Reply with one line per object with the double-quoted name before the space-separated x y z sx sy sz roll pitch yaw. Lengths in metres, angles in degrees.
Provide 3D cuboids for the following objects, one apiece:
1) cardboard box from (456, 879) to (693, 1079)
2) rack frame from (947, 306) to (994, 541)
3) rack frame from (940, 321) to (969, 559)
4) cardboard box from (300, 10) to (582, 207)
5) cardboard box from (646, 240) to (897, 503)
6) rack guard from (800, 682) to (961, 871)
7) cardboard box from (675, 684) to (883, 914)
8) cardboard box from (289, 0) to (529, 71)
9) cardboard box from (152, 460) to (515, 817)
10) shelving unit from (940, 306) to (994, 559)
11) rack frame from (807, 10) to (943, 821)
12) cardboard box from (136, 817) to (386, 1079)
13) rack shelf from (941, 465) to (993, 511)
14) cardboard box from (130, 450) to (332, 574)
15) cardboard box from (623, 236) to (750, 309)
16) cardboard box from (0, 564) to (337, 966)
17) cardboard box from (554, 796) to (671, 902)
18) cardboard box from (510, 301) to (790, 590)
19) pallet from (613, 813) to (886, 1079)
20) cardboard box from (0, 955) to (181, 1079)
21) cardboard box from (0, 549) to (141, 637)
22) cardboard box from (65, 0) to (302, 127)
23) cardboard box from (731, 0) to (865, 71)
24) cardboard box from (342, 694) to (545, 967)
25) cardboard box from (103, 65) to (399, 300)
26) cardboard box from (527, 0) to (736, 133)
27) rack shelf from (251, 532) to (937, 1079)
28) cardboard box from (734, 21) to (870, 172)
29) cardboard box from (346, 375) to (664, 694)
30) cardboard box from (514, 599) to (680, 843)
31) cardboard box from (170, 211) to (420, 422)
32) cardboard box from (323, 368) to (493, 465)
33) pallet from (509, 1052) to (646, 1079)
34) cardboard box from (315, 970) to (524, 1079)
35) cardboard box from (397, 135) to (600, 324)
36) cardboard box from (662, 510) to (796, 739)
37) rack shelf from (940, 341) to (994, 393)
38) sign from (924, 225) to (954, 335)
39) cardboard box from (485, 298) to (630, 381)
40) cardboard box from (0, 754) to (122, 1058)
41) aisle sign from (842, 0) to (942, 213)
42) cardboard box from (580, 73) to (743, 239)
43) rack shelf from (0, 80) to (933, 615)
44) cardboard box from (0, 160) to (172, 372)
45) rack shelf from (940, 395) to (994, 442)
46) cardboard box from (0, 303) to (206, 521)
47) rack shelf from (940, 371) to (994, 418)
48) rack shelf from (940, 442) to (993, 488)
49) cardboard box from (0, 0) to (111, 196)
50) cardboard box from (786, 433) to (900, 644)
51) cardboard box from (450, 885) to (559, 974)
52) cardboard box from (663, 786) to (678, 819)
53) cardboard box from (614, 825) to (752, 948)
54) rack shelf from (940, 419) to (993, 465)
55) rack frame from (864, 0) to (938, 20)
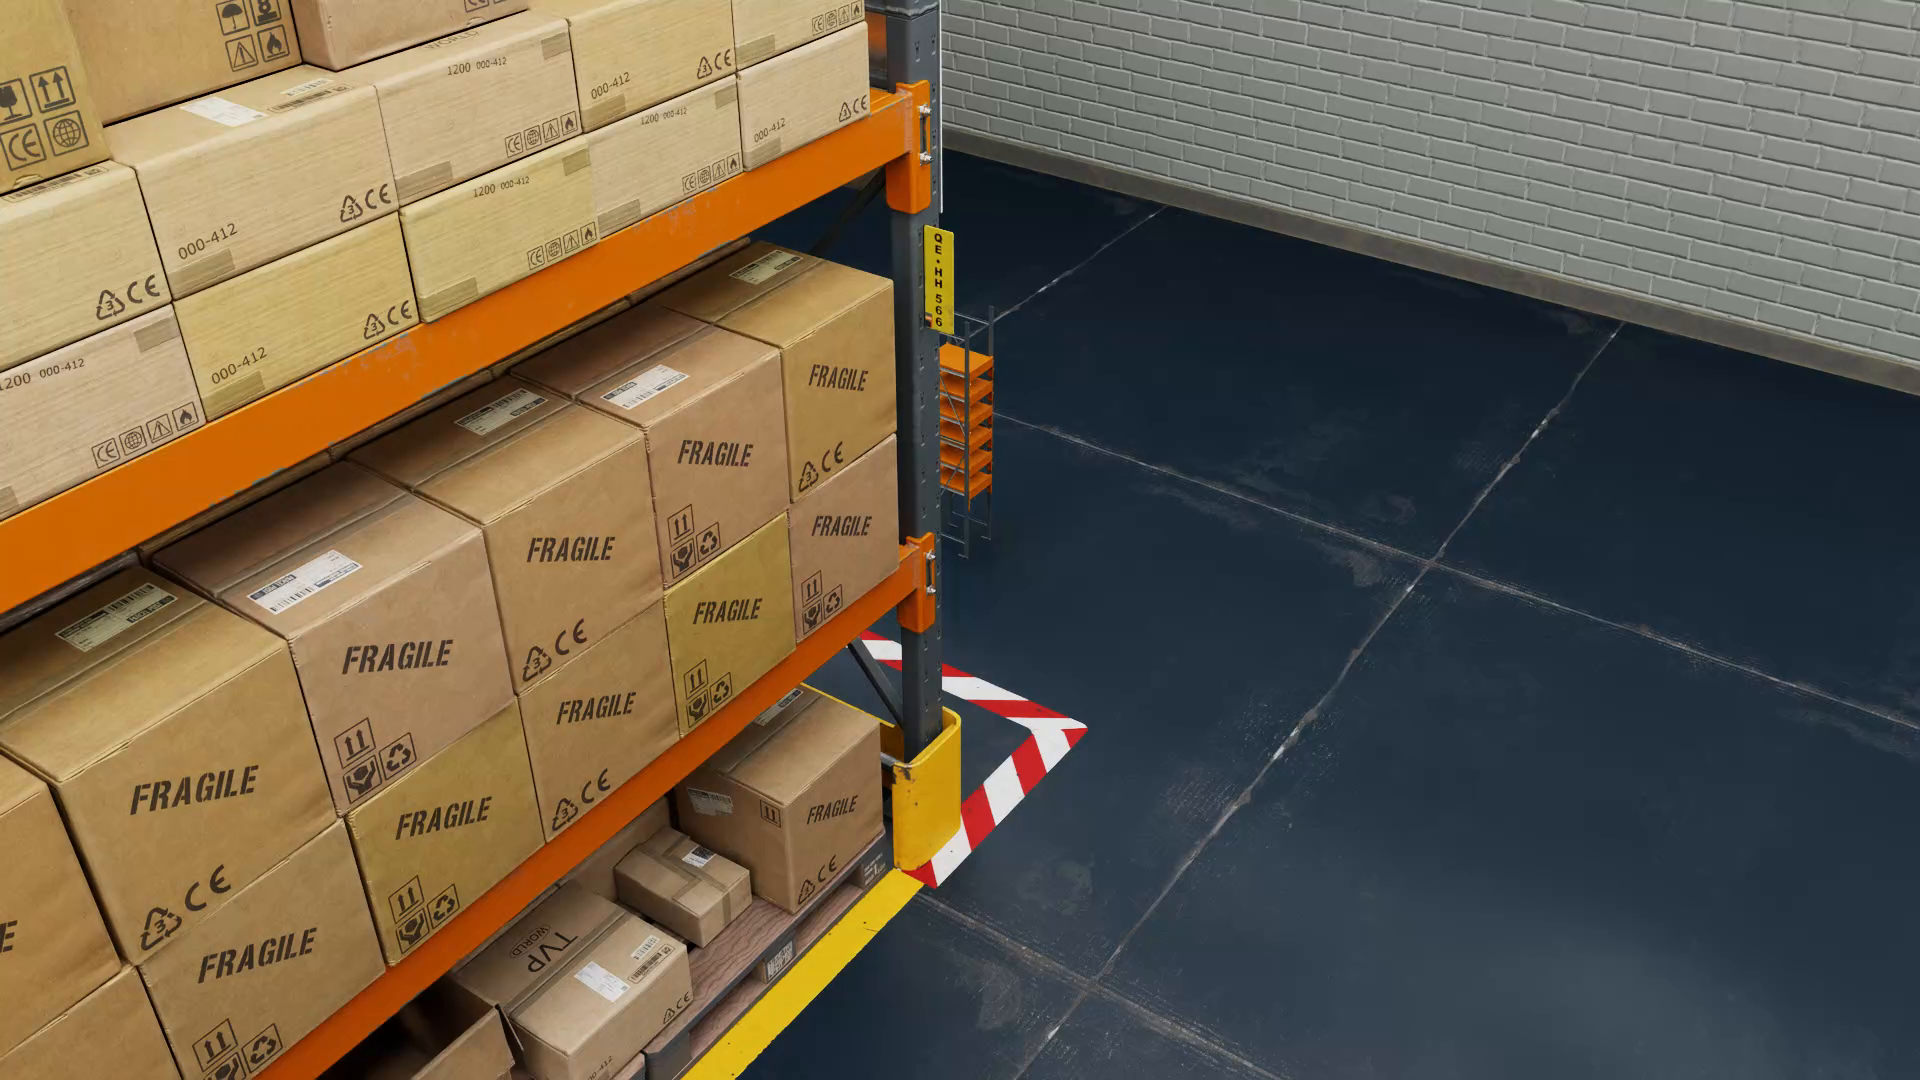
"cardboard box" -1.180 1.376 5.099 0.500 0.250 0.500 21 39 28
"rack frame" 0.044 -0.532 7.466 0.240 1.200 0.006 21 39 28
"rack frame" -0.060 -0.448 7.342 0.240 1.200 0.006 21 39 28
"cardboard box" -1.162 -0.948 3.483 0.500 0.250 0.500 21 39 28
"cardboard box" -0.534 -0.500 4.830 0.500 0.500 0.500 21 39 28
"rack guard" -0.549 0.733 6.219 1.175 0.500 0.348 21 39 28
"cardboard box" -0.613 0.845 5.661 0.500 0.500 0.500 21 39 28
"cardboard box" -1.337 -1.326 3.374 0.700 0.500 0.500 21 39 28
"cardboard box" -1.406 0.209 3.781 0.500 0.500 0.500 23 40 30
"shelving unit" -0.008 -0.490 7.404 0.258 1.200 0.189 21 39 28
"rack frame" -0.506 -0.337 5.571 1.000 3.000 0.127 21 39 28
"cardboard box" -1.695 0.849 3.728 0.500 0.500 0.500 21 39 28
"rack shelf" -0.008 -0.255 7.563 0.258 0.103 0.180 21 39 28
"cardboard box" -1.845 0.033 4.041 0.500 0.500 0.500 21 39 28
"cardboard box" -0.975 -0.673 5.085 0.500 0.500 0.500 23 40 30
"cardboard box" -1.699 0.447 3.429 0.500 0.500 0.500 20 39 27
"cardboard box" -1.334 1.010 5.641 0.500 0.250 0.500 21 39 28
"cardboard box" -0.821 -0.267 4.486 0.500 0.500 0.500 22 40 29
"pallet" -1.003 1.220 5.757 1.003 0.211 1.213 21 39 28
"cardboard box" -1.983 1.078 3.389 0.500 0.500 0.500 22 40 29
"cardboard box" -2.133 0.264 3.700 0.500 0.500 0.500 22 40 29
"cardboard box" -1.699 -1.126 3.078 0.700 0.500 0.500 21 39 28
"cardboard box" -0.589 -1.407 4.162 0.500 0.250 0.500 21 39 28
"cardboard box" -1.407 0.614 4.075 0.500 0.500 0.500 21 39 28
"cardboard box" -1.442 -0.715 3.140 0.500 0.250 0.500 21 39 28
"cardboard box" -0.874 -1.176 3.822 0.500 0.250 0.500 21 39 28
"rack shelf" -1.646 0.881 4.411 1.077 0.370 4.000 21 39 28
"cardboard box" -0.582 -1.197 4.298 0.500 0.250 0.500 21 39 28
"cardboard box" -1.113 -0.027 4.130 0.500 0.500 0.500 22 40 29
"cardboard box" -1.119 0.382 4.418 0.500 0.500 0.500 22 40 29
"cardboard box" -1.449 -0.511 3.284 0.500 0.250 0.500 21 39 28
"cardboard box" -1.556 -0.201 4.388 0.500 0.500 0.500 22 40 29
"pallet" -1.699 1.780 4.930 1.003 0.211 1.213 21 39 28
"cardboard box" -1.719 1.489 4.706 0.797 0.503 0.637 21 39 28
"cardboard box" -1.150 -0.736 3.617 0.500 0.250 0.500 21 39 28
"cardboard box" -0.830 0.155 4.755 0.500 0.500 0.500 22 40 29
"rack shelf" -0.008 -0.752 7.227 0.258 0.103 0.180 21 39 28
"sign" -0.061 -0.761 4.882 0.100 0.325 0.005 21 39 28
"cardboard box" -1.267 -0.430 4.726 0.500 0.500 0.500 22 40 29
"cardboard box" -1.993 0.684 3.079 0.500 0.500 0.500 20 39 27
"aisle sign" -0.215 -1.347 4.744 0.394 0.787 0.004 21 39 28
"cardboard box" -0.876 -0.970 3.963 0.500 0.250 0.500 21 39 28
"rack shelf" -1.646 -0.361 3.571 1.077 0.370 4.000 21 39 28
"cardboard box" -1.727 -0.485 2.800 0.500 0.250 0.500 21 39 28
"rack shelf" -0.008 -0.553 7.362 0.258 0.103 0.180 21 39 28
"cardboard box" -1.731 -0.280 2.942 0.500 0.250 0.500 21 39 28
"rack shelf" -0.008 -0.652 7.294 0.258 0.103 0.180 21 39 28
"rack shelf" -0.008 -0.354 7.496 0.258 0.103 0.180 21 39 28
"cardboard box" -1.859 -0.847 2.666 0.700 0.500 0.500 21 39 28
"cardboard box" -0.537 -0.085 5.109 0.500 0.500 0.500 23 40 30
"cardboard box" -1.619 1.240 5.301 0.500 0.250 0.500 21 39 28
"cardboard box" -1.169 0.852 5.948 0.380 0.166 0.250 21 39 28
"cardboard box" -0.918 1.141 5.522 0.380 0.166 0.250 21 39 28
"rack shelf" -0.008 -0.454 7.429 0.258 0.103 0.180 21 39 28
"rack frame" -0.506 -2.822 3.890 1.000 3.000 0.127 21 39 28
